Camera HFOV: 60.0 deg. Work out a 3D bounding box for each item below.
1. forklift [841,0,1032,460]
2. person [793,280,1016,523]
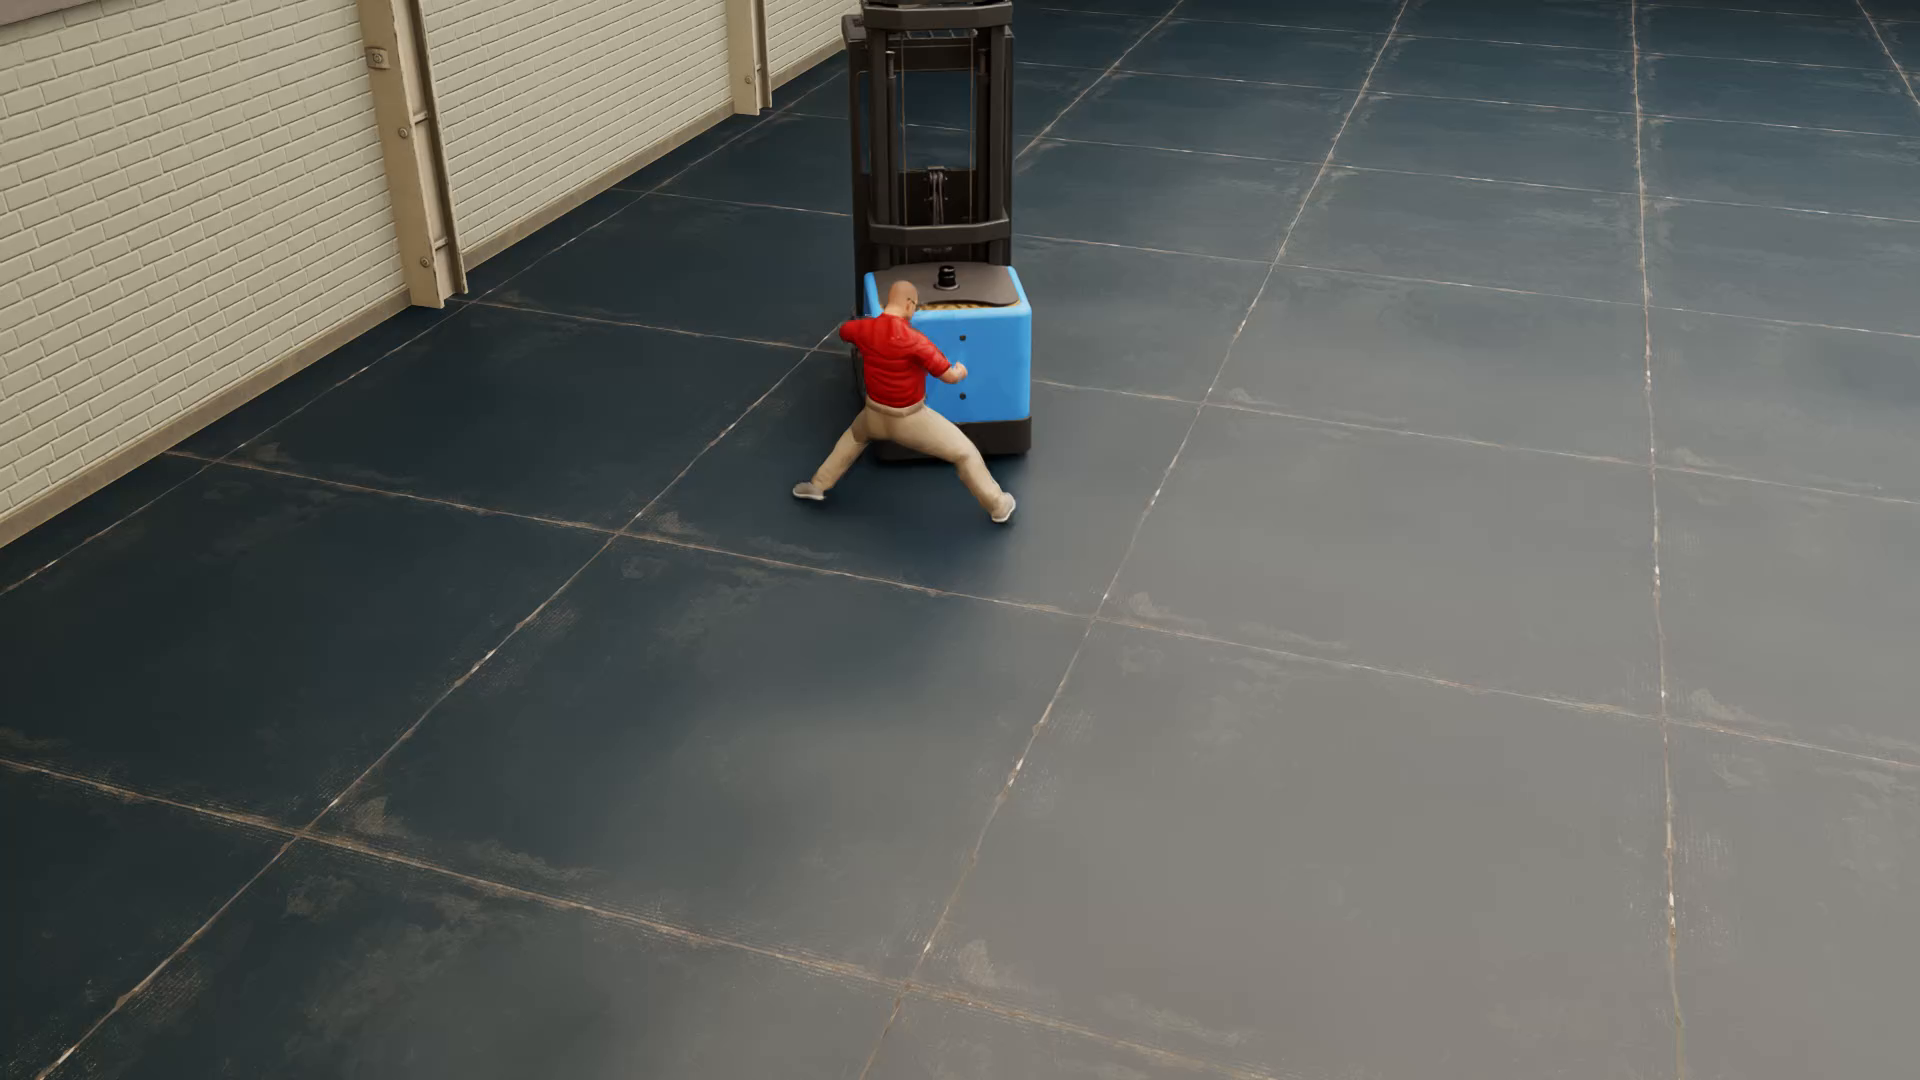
[{"bbox_3d":[-0.219,-2.502,11.525,1.130,2.935,3.031,-3,30,-6],"label":"forklift"},{"bbox_3d":[-0.343,-0.884,10.103,1.316,1.523,0.831,19,35,29],"label":"person"}]
